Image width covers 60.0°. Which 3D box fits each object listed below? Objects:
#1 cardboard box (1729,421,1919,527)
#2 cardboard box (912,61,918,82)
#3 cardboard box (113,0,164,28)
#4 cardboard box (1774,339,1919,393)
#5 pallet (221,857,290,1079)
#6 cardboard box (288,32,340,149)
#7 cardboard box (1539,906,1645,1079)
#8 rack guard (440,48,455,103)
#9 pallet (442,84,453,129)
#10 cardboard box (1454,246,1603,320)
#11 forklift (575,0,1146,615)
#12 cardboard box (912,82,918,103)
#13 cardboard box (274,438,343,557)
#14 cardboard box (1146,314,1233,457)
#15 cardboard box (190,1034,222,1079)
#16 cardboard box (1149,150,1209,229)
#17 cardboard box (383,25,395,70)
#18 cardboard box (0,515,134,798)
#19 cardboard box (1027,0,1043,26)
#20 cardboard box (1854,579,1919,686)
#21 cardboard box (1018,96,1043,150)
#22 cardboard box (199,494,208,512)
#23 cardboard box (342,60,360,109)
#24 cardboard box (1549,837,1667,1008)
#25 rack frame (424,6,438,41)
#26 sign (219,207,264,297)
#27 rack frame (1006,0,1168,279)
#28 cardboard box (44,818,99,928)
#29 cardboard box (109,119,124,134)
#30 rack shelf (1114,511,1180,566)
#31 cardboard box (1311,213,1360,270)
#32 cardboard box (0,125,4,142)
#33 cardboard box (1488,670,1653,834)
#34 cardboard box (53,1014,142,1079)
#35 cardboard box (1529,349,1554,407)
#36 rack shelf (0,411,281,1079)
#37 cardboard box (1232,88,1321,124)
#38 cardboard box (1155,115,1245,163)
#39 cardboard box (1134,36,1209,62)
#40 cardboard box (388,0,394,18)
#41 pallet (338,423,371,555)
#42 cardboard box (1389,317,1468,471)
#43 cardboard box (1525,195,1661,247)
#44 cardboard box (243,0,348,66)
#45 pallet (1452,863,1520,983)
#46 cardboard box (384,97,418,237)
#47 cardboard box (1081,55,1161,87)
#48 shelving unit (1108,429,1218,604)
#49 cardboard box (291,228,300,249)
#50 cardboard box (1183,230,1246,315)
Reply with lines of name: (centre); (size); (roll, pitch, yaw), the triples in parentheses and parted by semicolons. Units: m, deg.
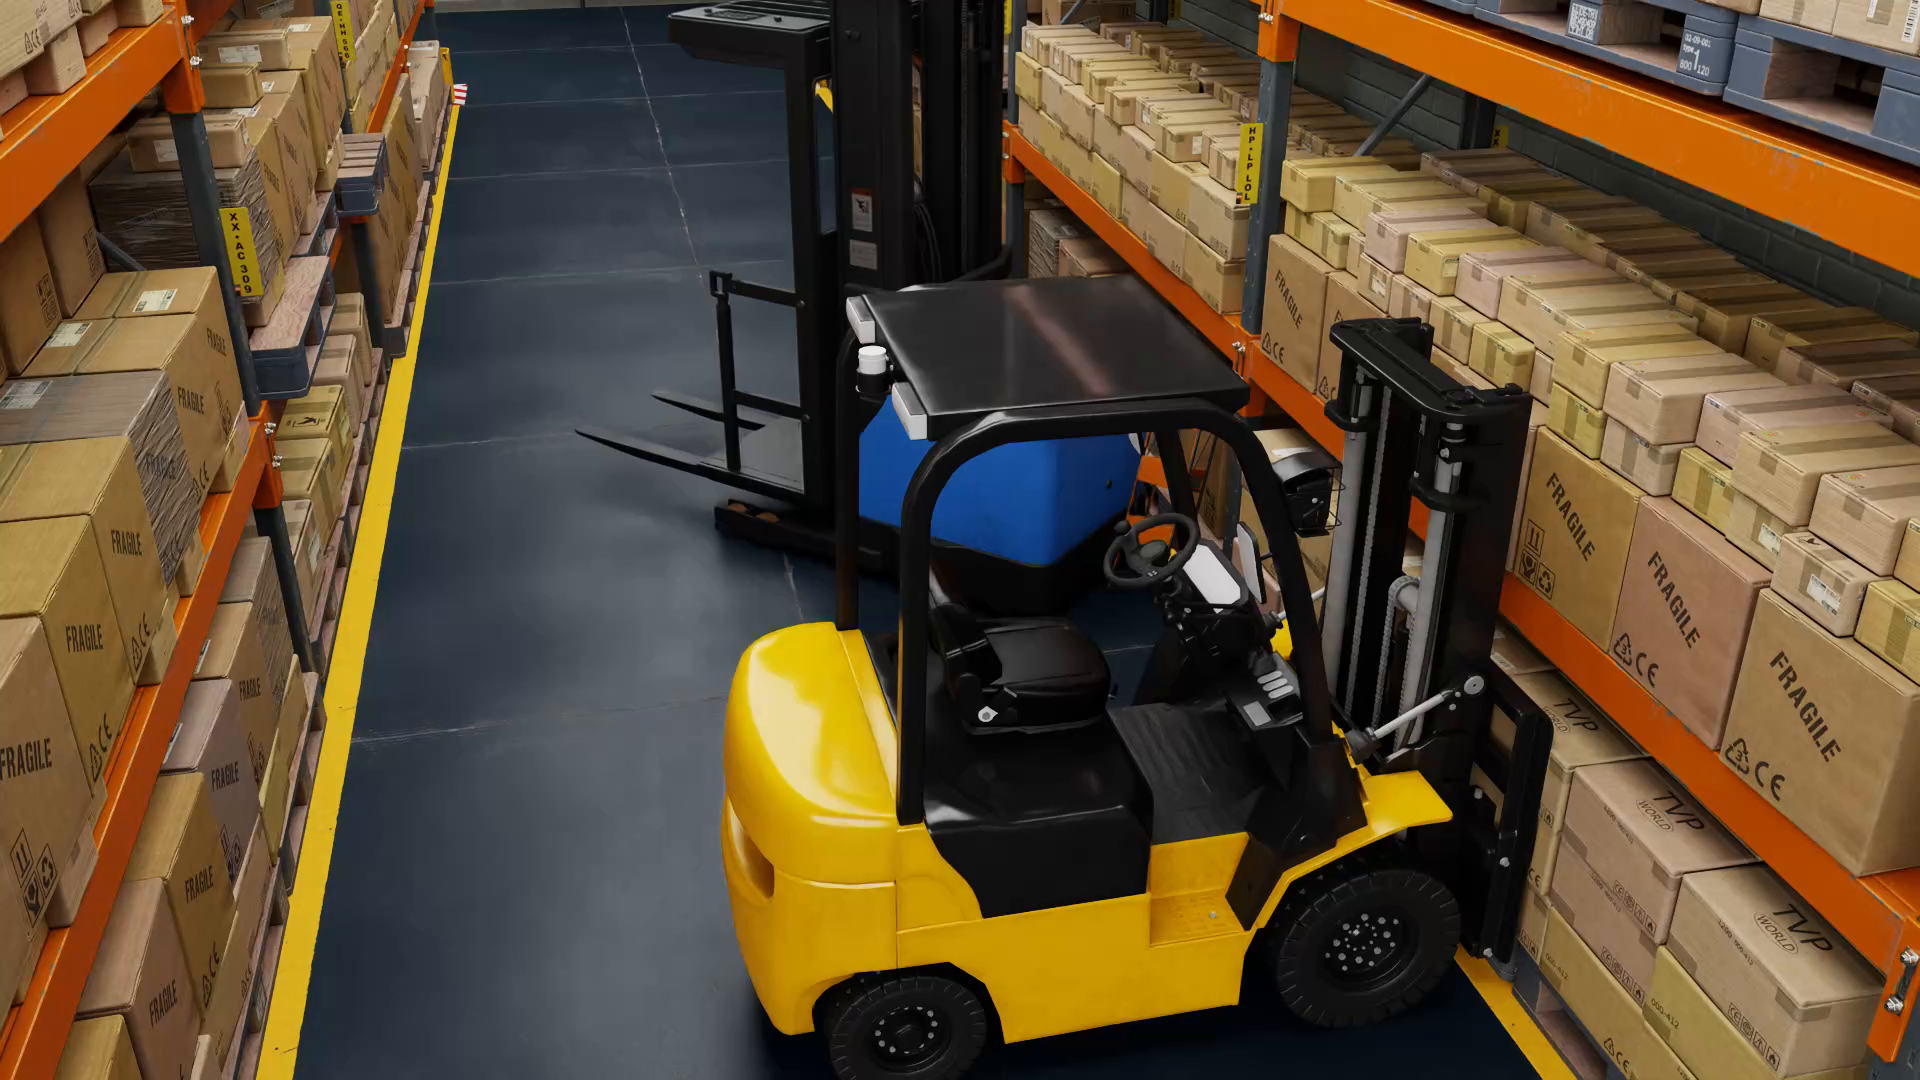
cardboard box: (2.147, -0.166, 4.089); (0.380, 0.149, 0.250); (-5, 27, -10)
cardboard box: (-0.219, -3.930, 13.965); (0.380, 0.149, 0.250); (-6, 27, -12)
cardboard box: (-2.763, -1.716, 5.270); (0.380, 0.149, 0.250); (-6, 27, -11)
cardboard box: (2.512, -0.438, 4.628); (0.380, 0.149, 0.250); (-5, 27, -10)
pallet: (-2.668, 1.476, 5.091); (1.003, 0.211, 1.213); (-6, 27, -12)
cardboard box: (-3.533, -2.320, 8.611); (0.500, 0.500, 0.500); (-6, 27, -12)
cardboard box: (2.088, 1.301, 4.930); (0.500, 0.250, 0.500); (-6, 27, -12)
rack guard: (-5.842, -4.759, 17.124); (1.175, 0.500, 0.348); (-6, 27, -12)
pallet: (-5.580, -4.276, 16.488); (1.003, 0.211, 1.213); (-6, 27, -12)
cardboard box: (1.853, -0.842, 5.427); (0.380, 0.149, 0.250); (-6, 27, -12)
forklift: (-0.617, -1.460, 7.891); (3.031, 2.935, 1.130); (16, 31, 29)
cardboard box: (-0.278, -3.791, 14.020); (0.380, 0.149, 0.250); (-5, 27, -9)
cardboard box: (-3.418, -0.156, 7.680); (0.950, 0.372, 0.625); (-4, 27, -8)
cardboard box: (1.407, -0.799, 8.673); (0.875, 0.625, 0.625); (-6, 27, -12)
cardboard box: (-2.251, 1.593, 4.351); (0.500, 0.250, 0.500); (-5, 27, -10)
cardboard box: (1.220, -1.673, 7.847); (0.500, 0.250, 0.500); (-7, 28, -13)
cardboard box: (-4.475, -3.646, 12.312); (0.500, 0.250, 0.500); (-6, 27, -12)
cardboard box: (-2.303, 0.295, 3.895); (0.500, 0.500, 0.500); (-6, 27, -13)
cardboard box: (0.253, -3.789, 11.848); (0.797, 0.503, 0.637); (-7, 28, -13)
cardboard box: (2.253, 0.196, 3.702); (0.380, 0.149, 0.250); (-6, 27, -11)
cardboard box: (0.663, -2.571, 10.182); (0.500, 0.250, 0.500); (-6, 27, -11)
cardboard box: (-2.717, -0.143, 5.483); (0.380, 0.149, 0.250); (-6, 27, -11)
cardboard box: (-3.907, -2.756, 9.993); (0.500, 0.250, 0.500); (-6, 27, -12)
cardboard box: (2.087, 1.068, 4.837); (0.500, 0.250, 0.500); (-6, 27, -12)
rack frame: (-5.837, -5.864, 16.540); (1.000, 3.000, 0.127); (-6, 27, -12)
sign: (-2.605, -1.041, 6.023); (0.100, 0.325, 0.005); (-6, 27, -12)
rack frame: (0.801, -2.858, 10.584); (1.000, 3.000, 0.127); (-6, 27, -12)
cardboard box: (-2.170, 0.751, 3.711); (0.380, 0.149, 0.250); (-6, 27, -11)
cardboard box: (-3.624, -1.732, 6.725); (0.380, 0.149, 0.250); (-7, 28, -13)
rack shelf: (0.889, 0.025, 7.614); (0.240, 0.259, 0.215); (19, 10, 32)
cardboard box: (1.578, -1.156, 6.381); (0.380, 0.149, 0.250); (-5, 27, -10)
cardboard box: (-2.383, -0.924, 3.702); (0.380, 0.149, 0.250); (-7, 28, -13)
cardboard box: (1.952, 0.633, 5.143); (0.500, 0.250, 0.500); (-6, 27, -11)
cardboard box: (-2.149, 1.472, 3.757); (0.500, 0.500, 0.500); (-7, 28, -13)
cardboard box: (1.972, -0.483, 5.048); (0.380, 0.149, 0.250); (-6, 27, -12)
rack shelf: (-2.682, 0.603, 4.525); (1.077, 0.370, 4.000); (-6, 27, -12)
cardboard box: (1.597, -2.177, 8.404); (0.380, 0.149, 0.250); (-6, 27, -12)
cardboard box: (1.141, -1.890, 7.835); (0.380, 0.149, 0.250); (-7, 28, -13)
cardboard box: (1.239, -2.847, 9.730); (0.380, 0.149, 0.250); (-6, 27, -12)
cardboard box: (-4.599, -4.096, 12.647); (0.500, 0.250, 0.500); (-6, 27, -12)
pallet: (-3.588, -0.230, 8.471); (1.003, 0.211, 1.213); (-6, 27, -12)
cardboard box: (1.797, -0.476, 5.754); (0.500, 0.500, 0.500); (-6, 27, -12)
cardboard box: (2.275, -1.127, 5.993); (0.380, 0.149, 0.250); (-6, 27, -13)
cardboard box: (-3.907, -3.085, 9.812); (0.500, 0.500, 0.500); (-7, 28, -13)
pallet: (2.120, 1.033, 5.969); (1.003, 0.211, 1.213); (-6, 27, -12)
cardboard box: (-4.506, -2.688, 12.138); (0.875, 0.875, 0.875); (-5, 27, -10)
cardboard box: (0.888, -2.574, 9.191); (0.380, 0.149, 0.250); (-6, 27, -11)
shelving unit: (0.955, -0.252, 7.571); (0.252, 1.050, 0.215); (19, 10, 32)
cardboard box: (-3.206, -1.399, 7.507); (0.380, 0.149, 0.250); (-6, 27, -11)
cardboard box: (1.334, -1.230, 7.524); (0.500, 0.250, 0.500); (-5, 27, -10)
